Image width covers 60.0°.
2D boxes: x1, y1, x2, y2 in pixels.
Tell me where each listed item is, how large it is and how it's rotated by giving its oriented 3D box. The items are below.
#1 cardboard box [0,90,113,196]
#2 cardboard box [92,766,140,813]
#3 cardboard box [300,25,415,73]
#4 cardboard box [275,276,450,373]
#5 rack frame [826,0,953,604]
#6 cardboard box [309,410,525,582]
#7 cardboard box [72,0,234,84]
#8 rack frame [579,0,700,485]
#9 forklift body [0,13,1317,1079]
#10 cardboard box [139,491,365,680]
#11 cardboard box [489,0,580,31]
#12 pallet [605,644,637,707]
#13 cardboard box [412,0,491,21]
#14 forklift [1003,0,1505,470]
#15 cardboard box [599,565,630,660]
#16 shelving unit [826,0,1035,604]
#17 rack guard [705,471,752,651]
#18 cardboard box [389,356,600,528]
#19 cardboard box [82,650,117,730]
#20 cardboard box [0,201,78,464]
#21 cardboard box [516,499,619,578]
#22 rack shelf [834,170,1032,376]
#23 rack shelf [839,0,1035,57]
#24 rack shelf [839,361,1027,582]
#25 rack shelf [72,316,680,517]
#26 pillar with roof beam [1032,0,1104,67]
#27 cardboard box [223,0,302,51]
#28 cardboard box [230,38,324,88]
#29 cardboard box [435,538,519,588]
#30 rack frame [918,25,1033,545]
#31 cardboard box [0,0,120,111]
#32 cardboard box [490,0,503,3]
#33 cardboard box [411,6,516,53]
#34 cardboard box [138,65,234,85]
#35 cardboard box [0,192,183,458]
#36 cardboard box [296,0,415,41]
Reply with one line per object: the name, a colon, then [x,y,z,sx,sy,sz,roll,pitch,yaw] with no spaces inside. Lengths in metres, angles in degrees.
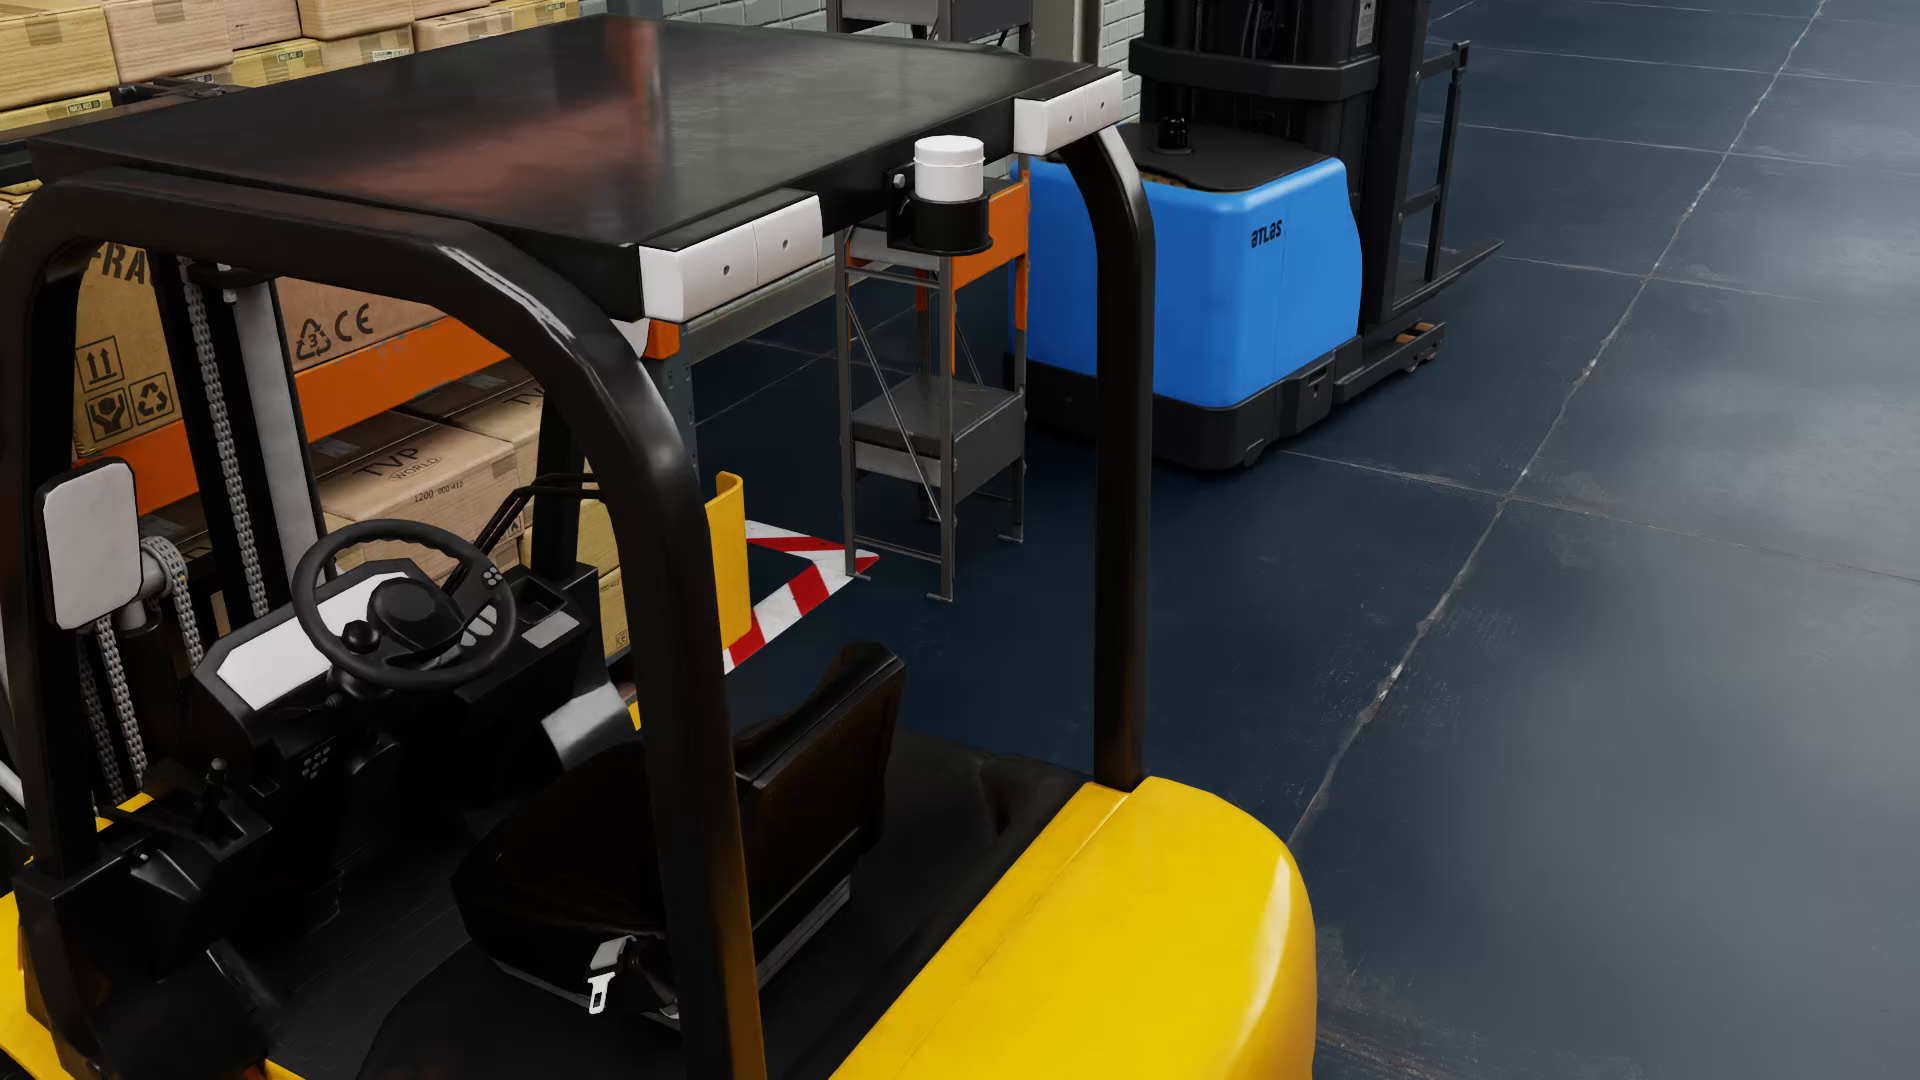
cardboard box: [-1.770,-0.764,3.089,0.380,0.149,0.250,14,30,26]
cardboard box: [-1.942,0.539,3.367,0.500,0.250,0.500,14,30,26]
cardboard box: [-1.441,-1.075,3.711,0.380,0.149,0.250,15,30,27]
cardboard box: [-1.510,-0.726,3.738,0.500,0.500,0.500,15,30,28]
rack frame: [-0.201,-0.779,4.961,0.400,2.100,0.015,14,30,26]
cardboard box: [-1.434,-0.088,4.061,0.500,0.250,0.500,15,30,27]
cardboard box: [-1.644,-0.995,3.219,0.380,0.149,0.250,15,30,27]
rack frame: [-1.233,-1.131,4.659,1.000,3.000,0.127,14,30,26]
forklift body: [-0.578,0.389,2.570,2.313,2.155,1.214,14,30,26]
cardboard box: [-1.674,0.111,3.663,0.500,0.250,0.500,15,30,27]
cardboard box: [-1.160,-1.269,4.098,0.380,0.149,0.250,15,30,27]
pallet: [-1.573,0.423,4.669,1.003,0.211,1.213,14,30,26]
cardboard box: [-1.320,-1.310,3.847,0.380,0.149,0.250,14,30,26]
forklift: [1.483,-2.158,6.787,1.130,2.935,3.031,20,33,34]
cardboard box: [-1.189,0.163,4.675,0.500,0.250,0.500,14,30,26]
shelving unit: [-0.081,-0.875,5.151,0.431,2.100,0.503,14,30,26]
rack guard: [-1.222,-0.023,5.237,1.175,0.500,0.348,14,30,26]
cardboard box: [-1.188,-0.288,4.461,0.500,0.250,0.500,15,30,28]
cardboard box: [-1.930,0.307,3.272,0.500,0.250,0.500,14,30,25]
cardboard box: [-2.000,-0.328,2.943,0.500,0.500,0.500,14,30,26]
cardboard box: [-1.201,-0.054,4.552,0.500,0.250,0.500,14,30,25]
rack shelf: [-0.081,-0.862,5.157,0.431,0.518,0.480,14,30,26]
rack shelf: [-0.081,-1.488,4.844,0.431,0.518,0.480,14,30,26]
rack shelf: [-0.081,-0.236,5.471,0.431,0.518,0.480,14,30,26]
rack shelf: [-2.217,-0.030,3.263,1.077,0.370,4.000,14,30,26]
pillar with roof beam: [4.339,-5.131,5.948,9.100,9.000,0.400,14,30,26]
cardboard box: [-1.613,-1.121,3.471,0.380,0.149,0.250,14,30,26]
cardboard box: [-1.573,-0.981,3.523,0.380,0.149,0.250,14,30,26]
cardboard box: [-1.457,0.139,4.166,0.500,0.250,0.500,14,30,26]
rack frame: [0.039,-0.970,5.341,0.400,2.100,0.015,14,30,26]
cardboard box: [-1.767,-0.893,3.015,0.380,0.149,0.250,15,30,27]
cardboard box: [-1.226,-1.413,4.053,0.380,0.149,0.250,14,30,26]
cardboard box: [-1.260,-1.163,3.886,0.380,0.149,0.250,15,30,27]
cardboard box: [-1.663,-0.867,3.294,0.380,0.149,0.250,13,29,24]
cardboard box: [-1.762,-0.526,3.339,0.500,0.500,0.500,14,30,25]
cardboard box: [-1.426,-1.202,3.632,0.380,0.149,0.250,15,30,27]
